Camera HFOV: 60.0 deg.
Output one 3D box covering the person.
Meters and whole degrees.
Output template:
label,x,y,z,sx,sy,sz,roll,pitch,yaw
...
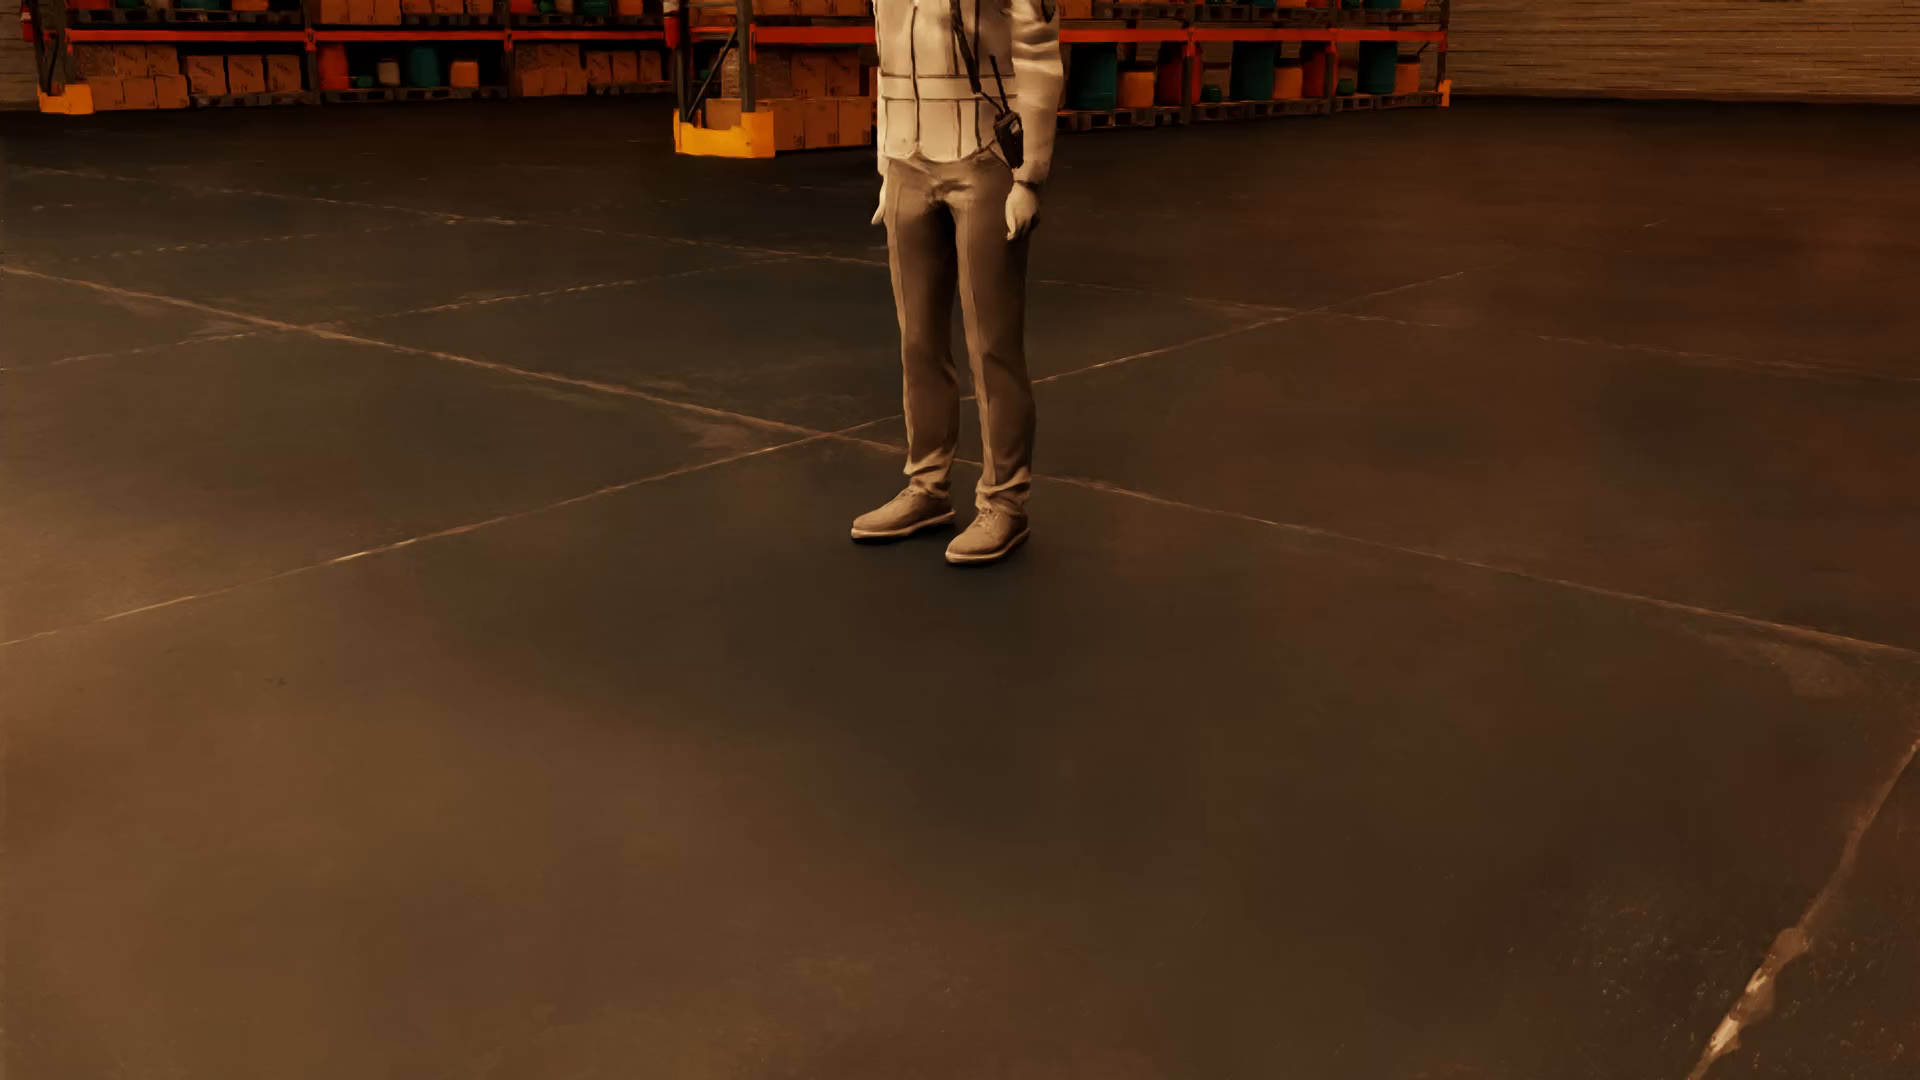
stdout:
label,x,y,z,sx,sy,sz,roll,pitch,yaw
person,-0.009,-0.803,3.685,0.463,1.692,0.337,13,21,37
